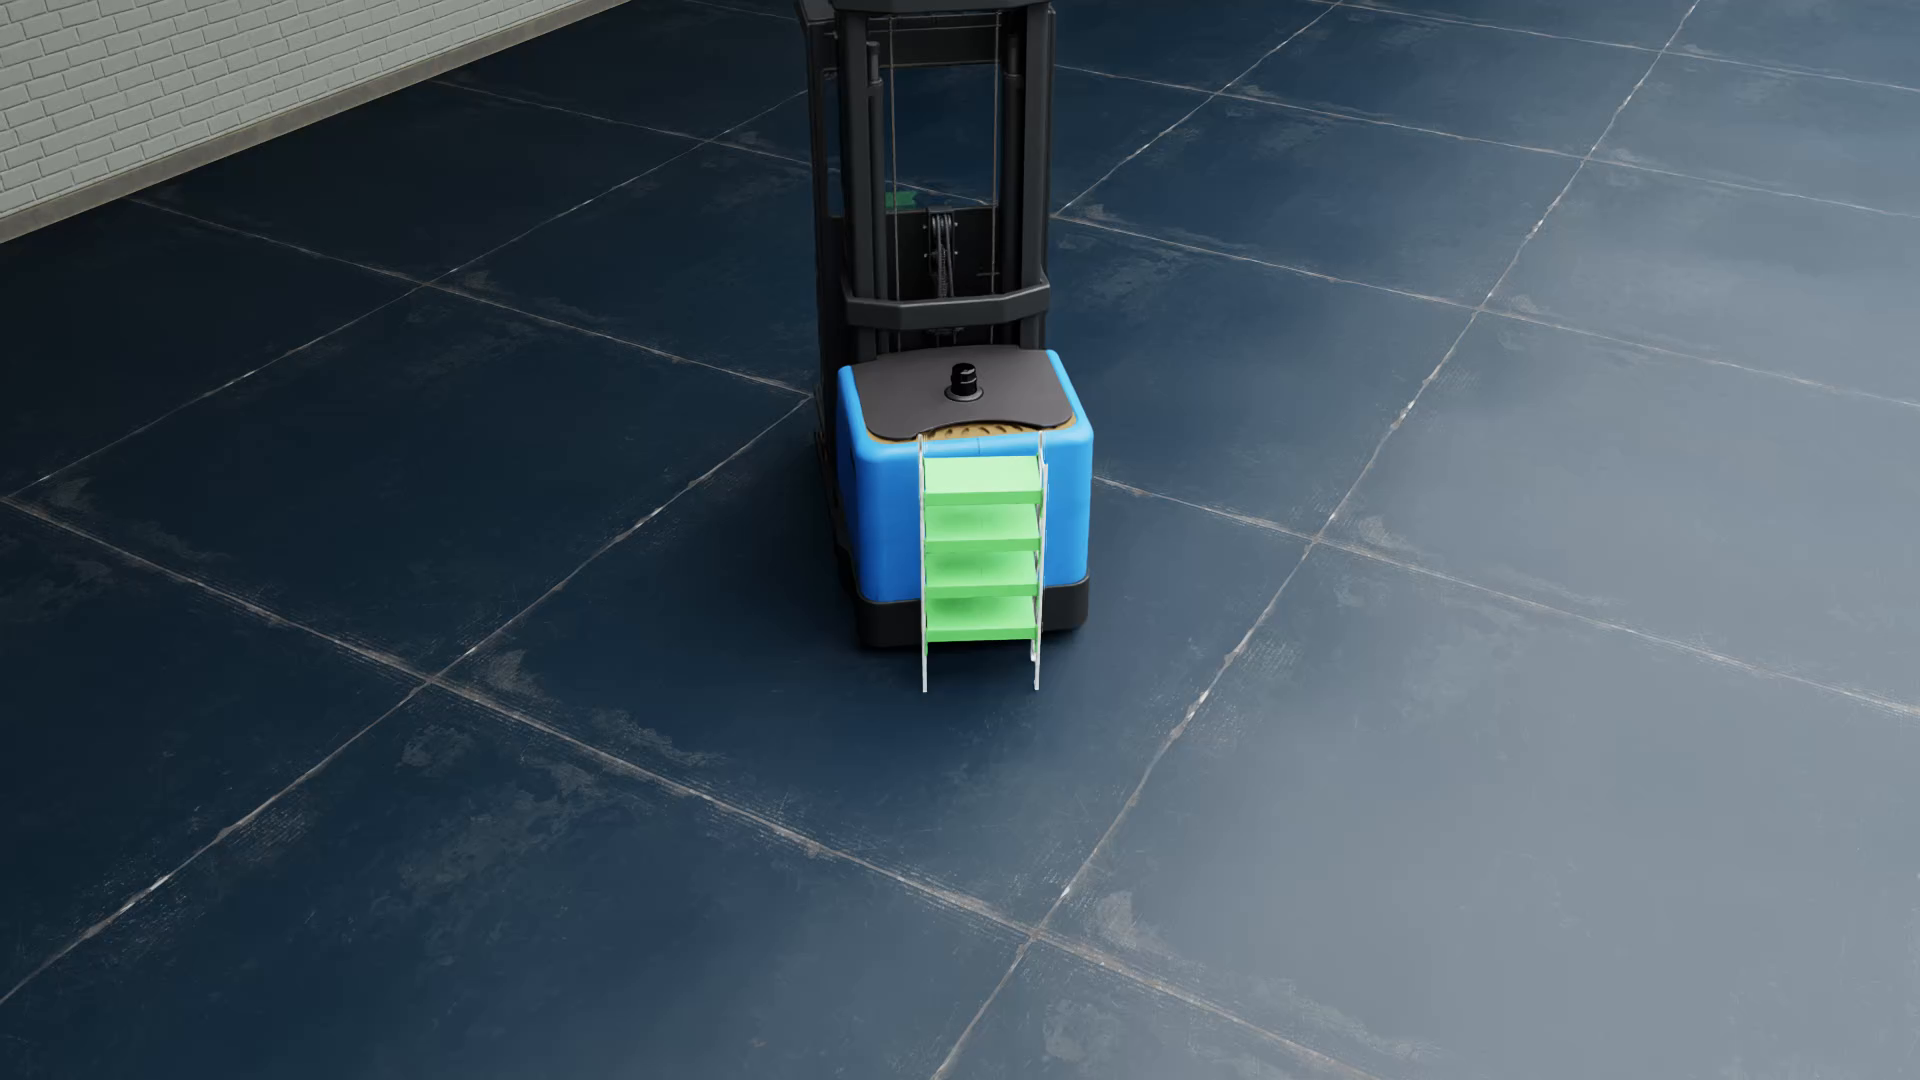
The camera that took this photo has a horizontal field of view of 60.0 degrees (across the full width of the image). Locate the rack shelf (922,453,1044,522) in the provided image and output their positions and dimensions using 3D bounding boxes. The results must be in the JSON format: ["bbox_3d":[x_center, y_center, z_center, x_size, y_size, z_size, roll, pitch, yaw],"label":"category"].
[{"bbox_3d":[0.088,-0.214,6.724,0.480,0.148,0.258,-2,38,-2],"label":"rack shelf"}]

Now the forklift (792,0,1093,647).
[{"bbox_3d":[-0.169,-1.548,7.930,1.130,2.935,3.031,-5,34,-8],"label":"forklift"}]

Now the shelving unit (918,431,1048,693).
[{"bbox_3d":[0.087,0.114,6.980,0.503,1.200,0.258,-2,38,-2],"label":"shelving unit"}]

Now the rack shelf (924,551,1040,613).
[{"bbox_3d":[0.086,0.165,7.019,0.480,0.148,0.258,-2,38,-2],"label":"rack shelf"}]

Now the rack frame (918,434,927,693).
[{"bbox_3d":[-0.157,0.121,6.970,0.015,1.200,0.240,-2,38,-2],"label":"rack frame"}]

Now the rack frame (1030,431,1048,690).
[{"bbox_3d":[0.330,0.108,6.990,0.015,1.200,0.240,-2,38,-2],"label":"rack frame"}]

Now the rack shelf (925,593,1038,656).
[{"bbox_3d":[0.086,0.354,7.167,0.480,0.148,0.258,-2,38,-2],"label":"rack shelf"}]

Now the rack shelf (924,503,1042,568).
[{"bbox_3d":[0.087,-0.025,6.872,0.480,0.148,0.258,-2,38,-2],"label":"rack shelf"}]
